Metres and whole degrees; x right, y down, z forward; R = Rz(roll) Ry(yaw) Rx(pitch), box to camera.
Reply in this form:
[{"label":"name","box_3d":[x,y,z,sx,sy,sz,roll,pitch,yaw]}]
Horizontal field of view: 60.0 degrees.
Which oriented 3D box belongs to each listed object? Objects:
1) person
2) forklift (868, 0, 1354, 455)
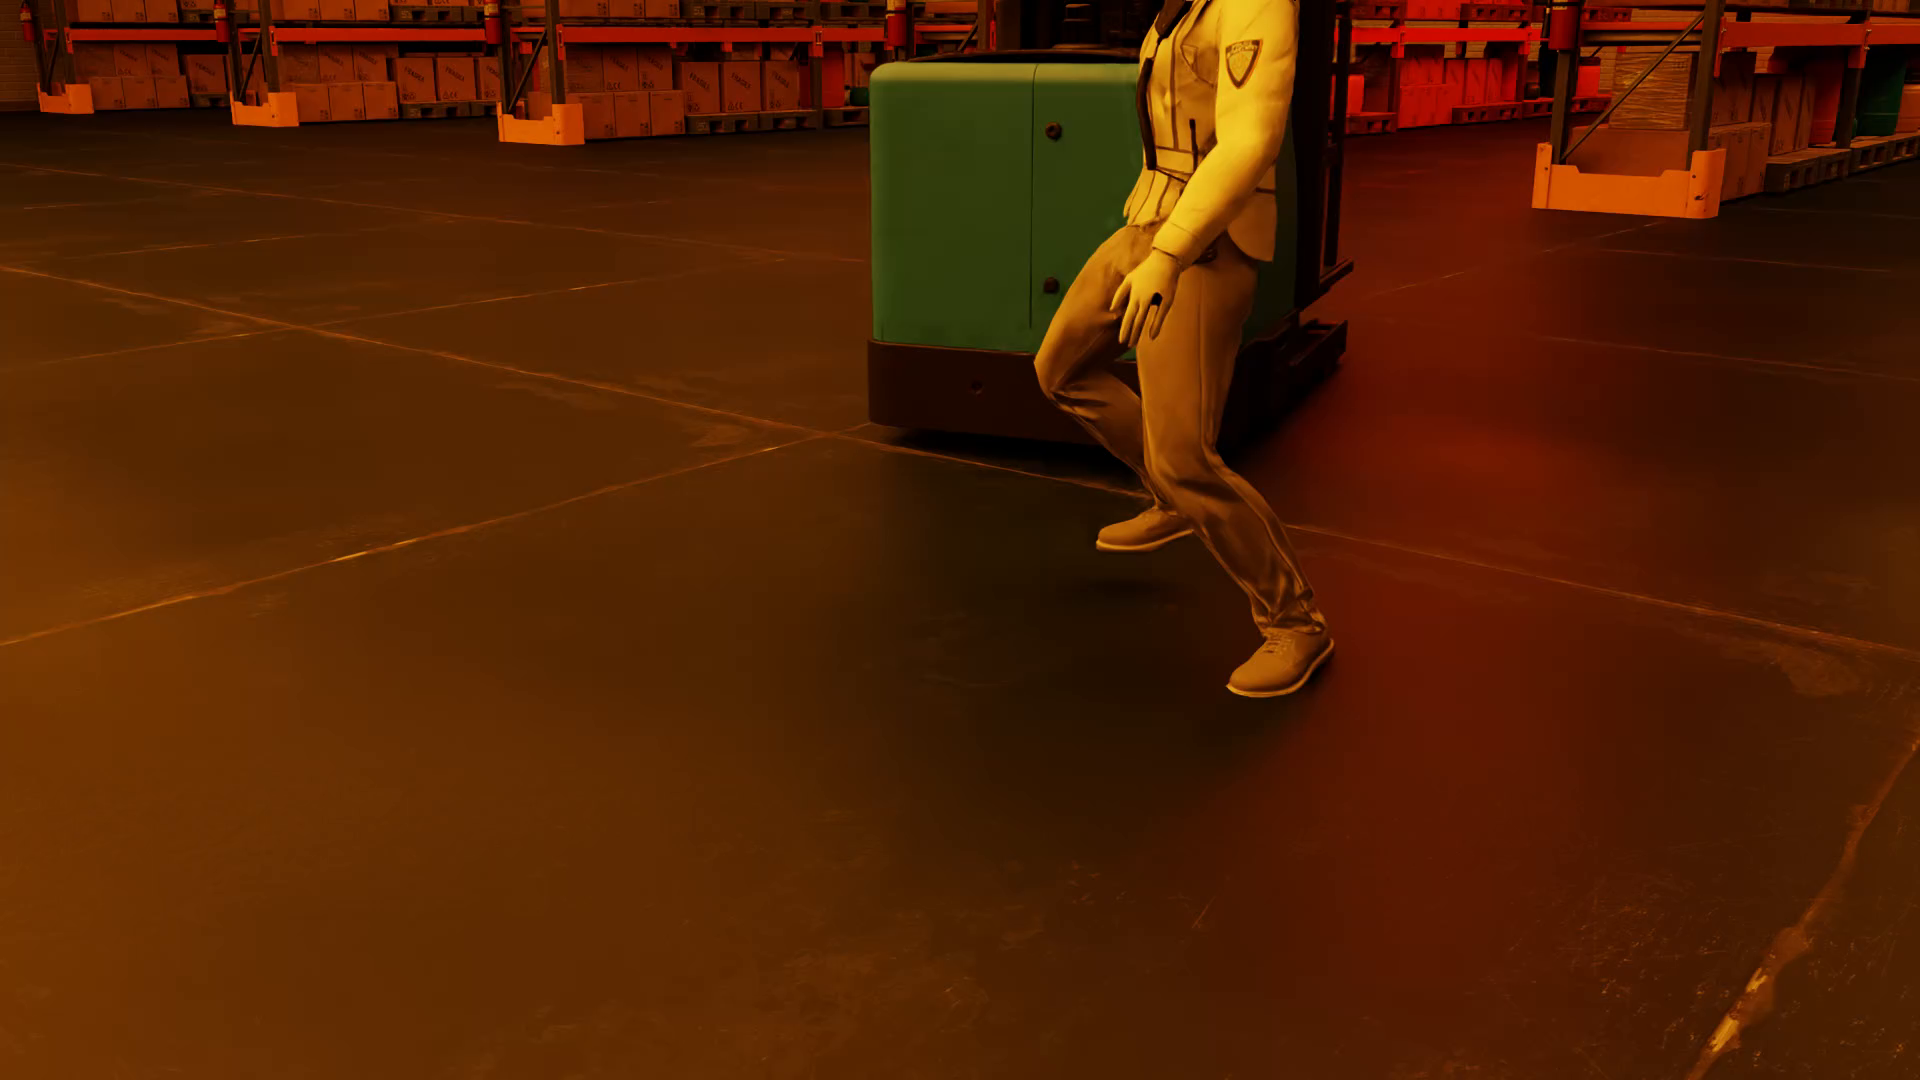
[{"label":"person","box_3d":[0.434,-0.559,3.149,0.573,1.566,0.856,0,17,1]},{"label":"forklift","box_3d":[0.762,-2.019,5.547,1.130,2.935,3.031,7,18,21]}]
